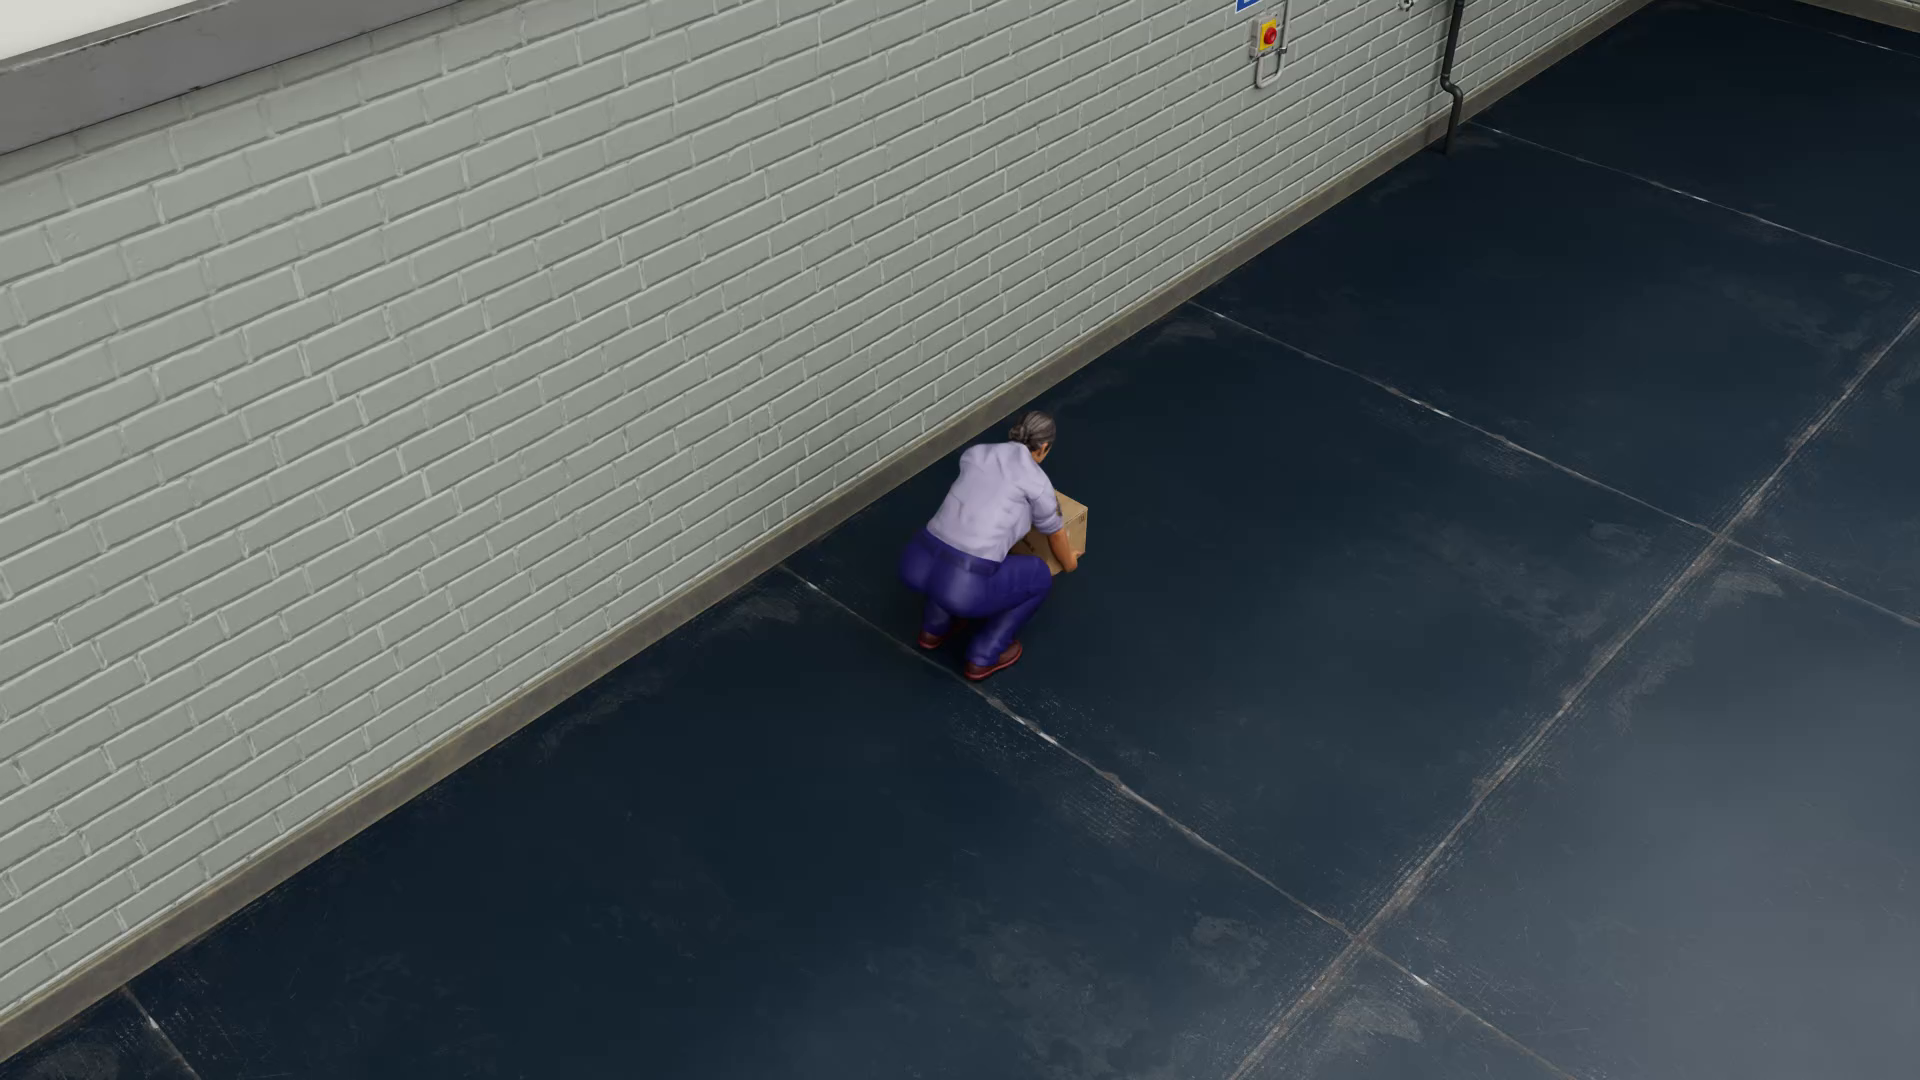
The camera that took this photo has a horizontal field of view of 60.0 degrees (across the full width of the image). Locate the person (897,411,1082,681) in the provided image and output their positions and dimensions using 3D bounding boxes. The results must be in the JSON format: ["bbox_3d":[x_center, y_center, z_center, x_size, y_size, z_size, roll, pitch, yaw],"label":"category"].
[{"bbox_3d":[0.126,0.022,6.708,0.509,0.936,0.866,29,48,30],"label":"person"}]
